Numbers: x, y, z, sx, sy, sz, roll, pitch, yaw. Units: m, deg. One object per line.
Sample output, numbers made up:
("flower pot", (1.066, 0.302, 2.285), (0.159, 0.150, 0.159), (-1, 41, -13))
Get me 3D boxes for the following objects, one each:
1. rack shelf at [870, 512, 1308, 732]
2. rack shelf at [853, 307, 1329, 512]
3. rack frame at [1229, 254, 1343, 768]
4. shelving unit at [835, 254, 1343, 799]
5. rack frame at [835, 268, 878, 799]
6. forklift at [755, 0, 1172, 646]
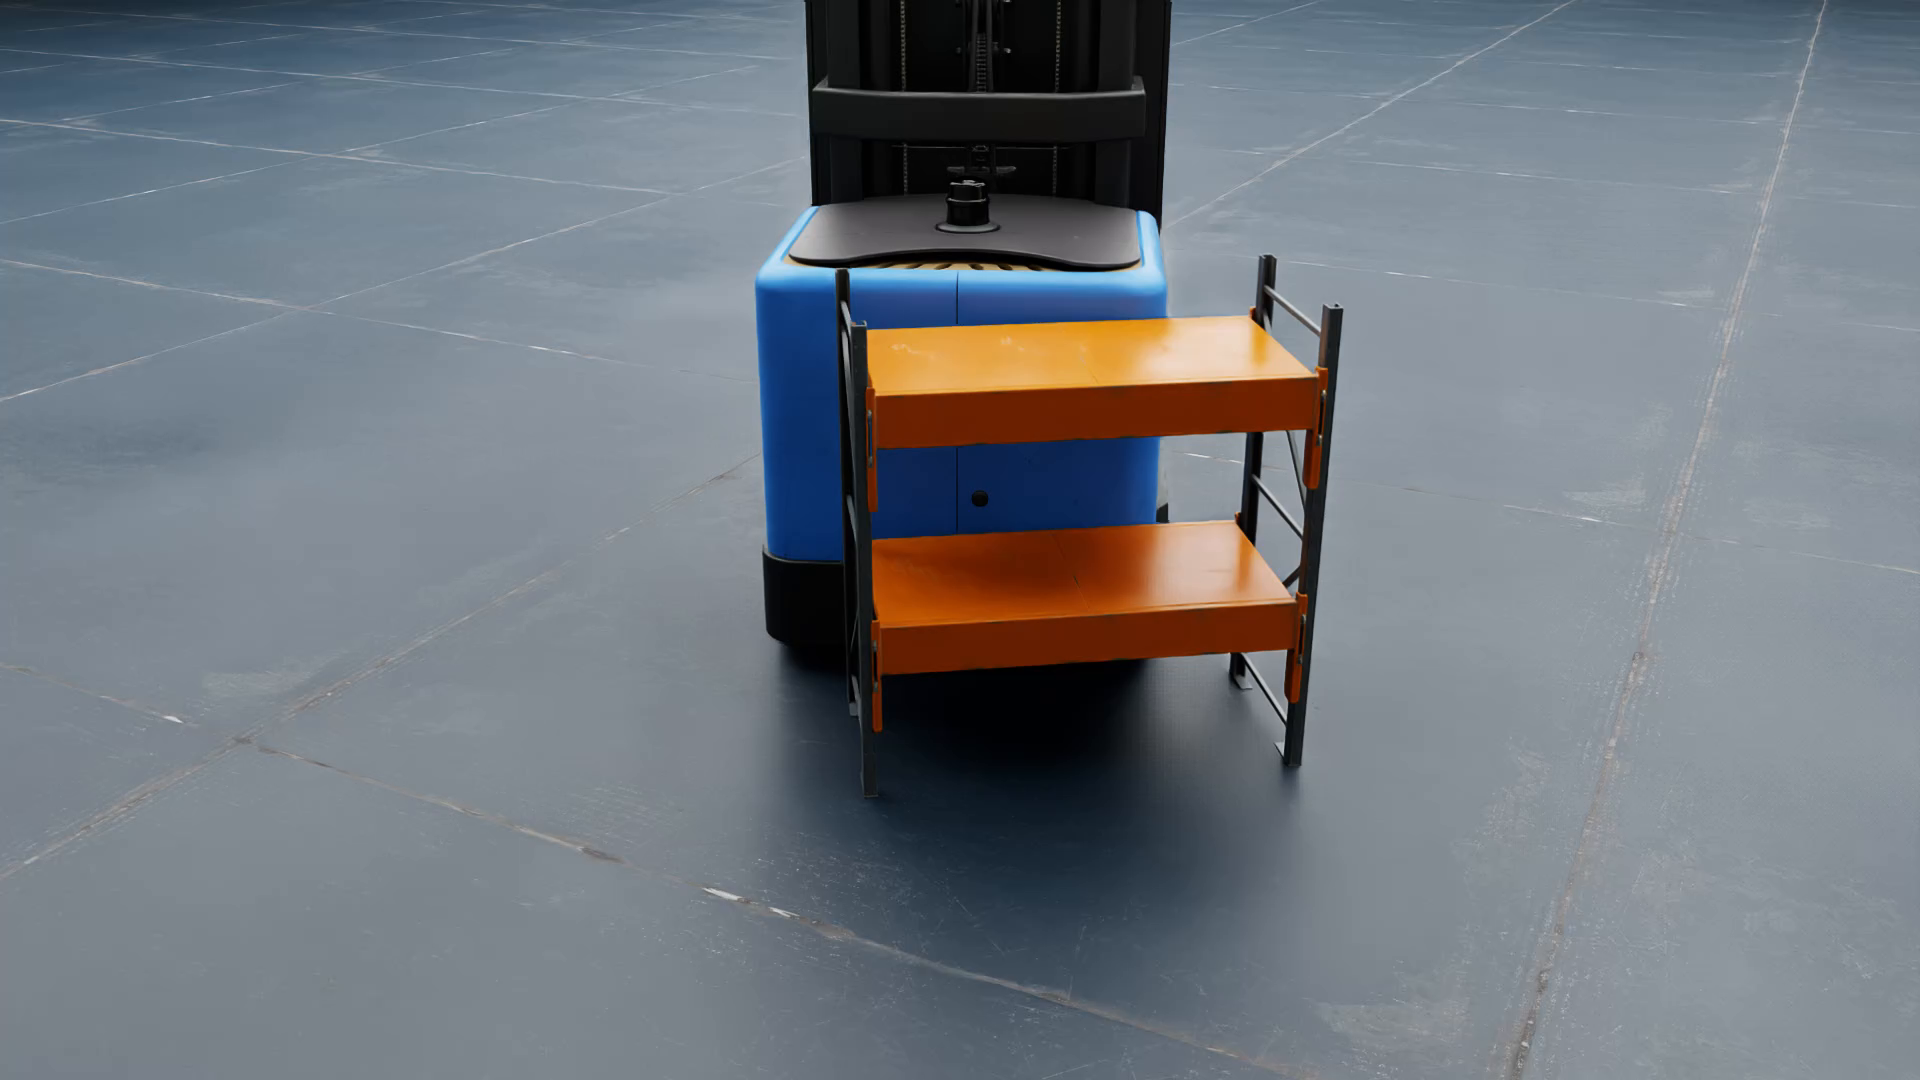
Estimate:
("rack shelf", (0.263, 0.181, 4.011), (1.000, 0.278, 0.538), (-3, 23, -7))
("rack shelf", (0.263, -0.313, 3.801), (1.000, 0.278, 0.538), (-3, 23, -7))
("rack frame", (0.766, -0.071, 3.980), (0.032, 1.125, 0.500), (-3, 23, -7))
("shelving unit", (0.263, -0.044, 3.915), (1.048, 1.125, 0.538), (-3, 23, -7))
("rack frame", (-0.240, -0.016, 3.850), (0.032, 1.125, 0.500), (-3, 23, -7))
("forklift", (0.102, -1.583, 5.227), (1.130, 2.935, 3.031), (2, 23, 4))
